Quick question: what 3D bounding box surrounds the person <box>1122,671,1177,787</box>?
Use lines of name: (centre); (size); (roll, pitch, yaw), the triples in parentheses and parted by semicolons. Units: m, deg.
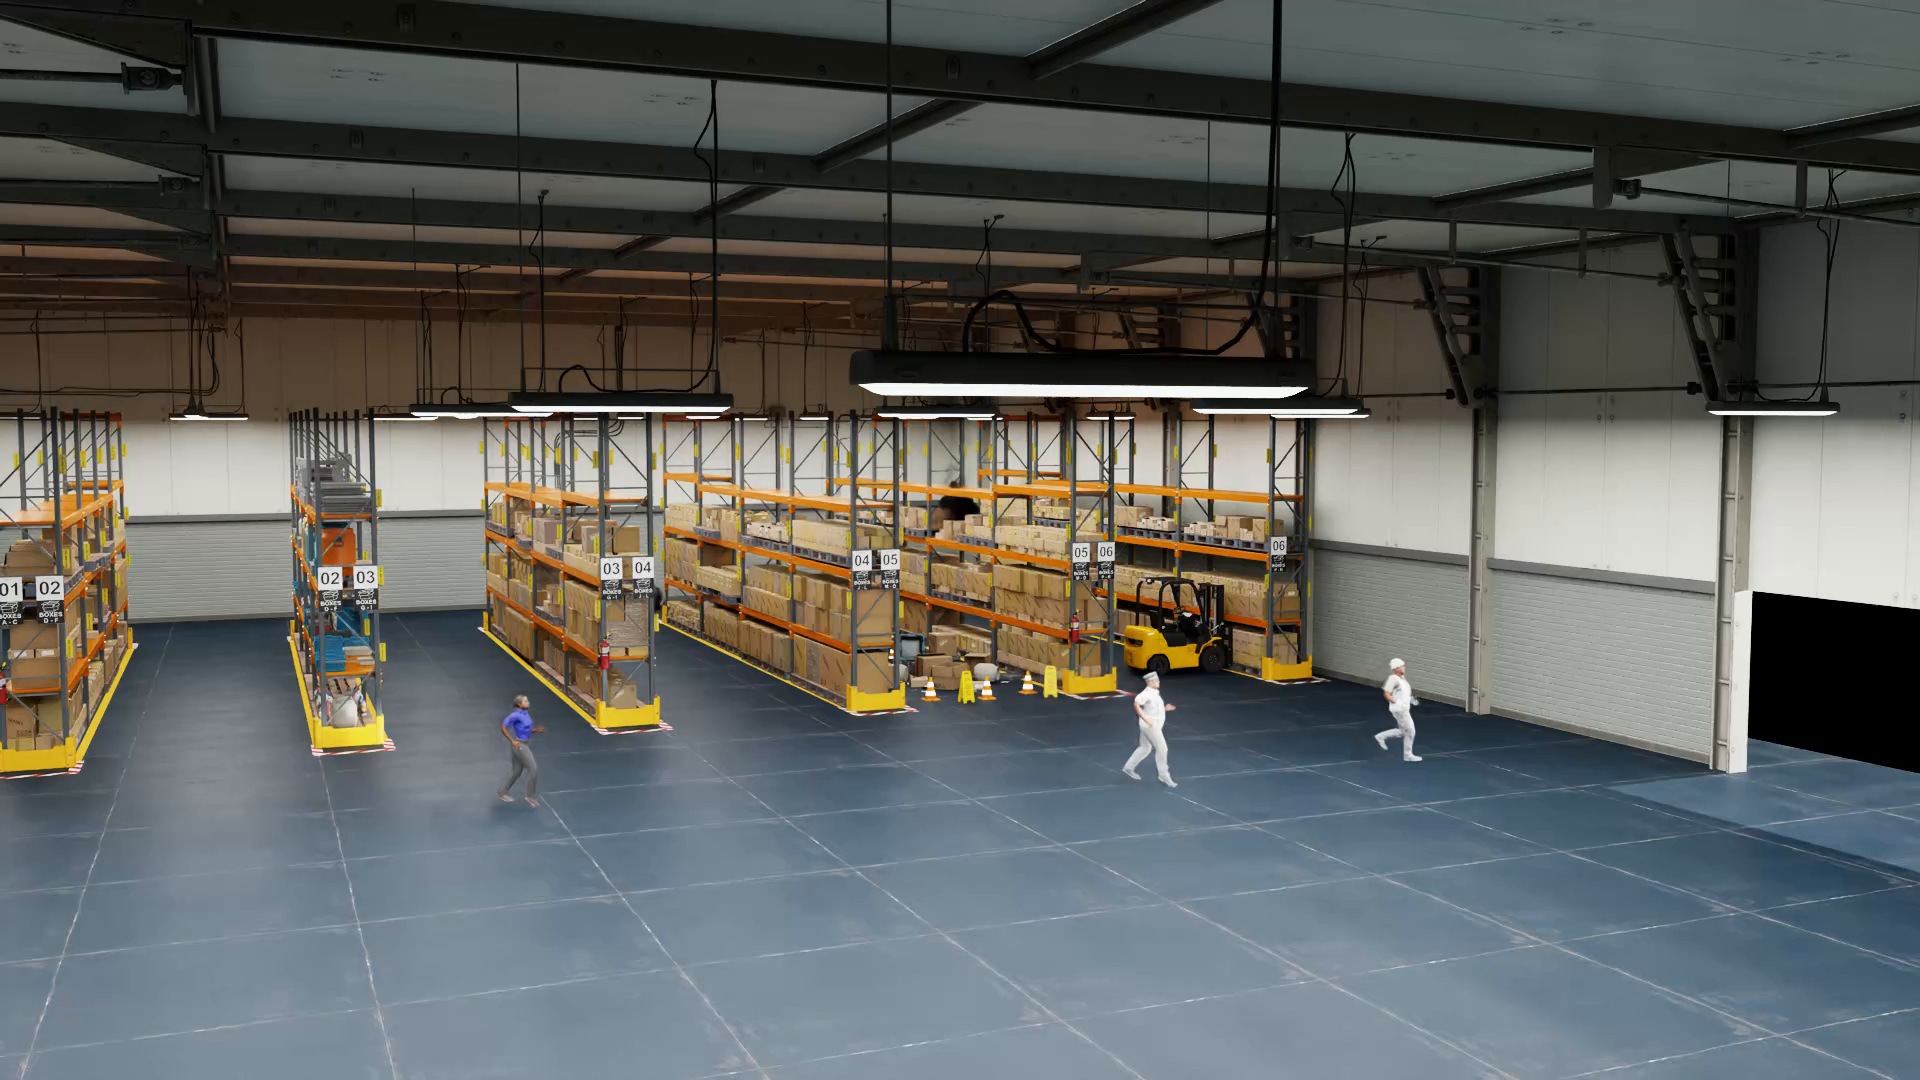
person: (3.010, 2.988, 26.382); (0.878, 1.837, 0.647); (0, 4, 6)

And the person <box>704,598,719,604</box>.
person: (-7.508, 1.321, 49.796); (0.987, 1.748, 0.702); (-2, 4, -22)

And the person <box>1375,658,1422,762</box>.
person: (7.431, 2.873, 28.167); (0.807, 1.739, 0.673); (2, 4, 25)

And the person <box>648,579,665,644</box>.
person: (-8.038, 1.843, 43.445); (0.662, 1.715, 0.846); (-1, 4, -17)

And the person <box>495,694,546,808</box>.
person: (-6.575, 3.165, 24.852); (0.772, 1.723, 0.557); (0, 4, -5)
